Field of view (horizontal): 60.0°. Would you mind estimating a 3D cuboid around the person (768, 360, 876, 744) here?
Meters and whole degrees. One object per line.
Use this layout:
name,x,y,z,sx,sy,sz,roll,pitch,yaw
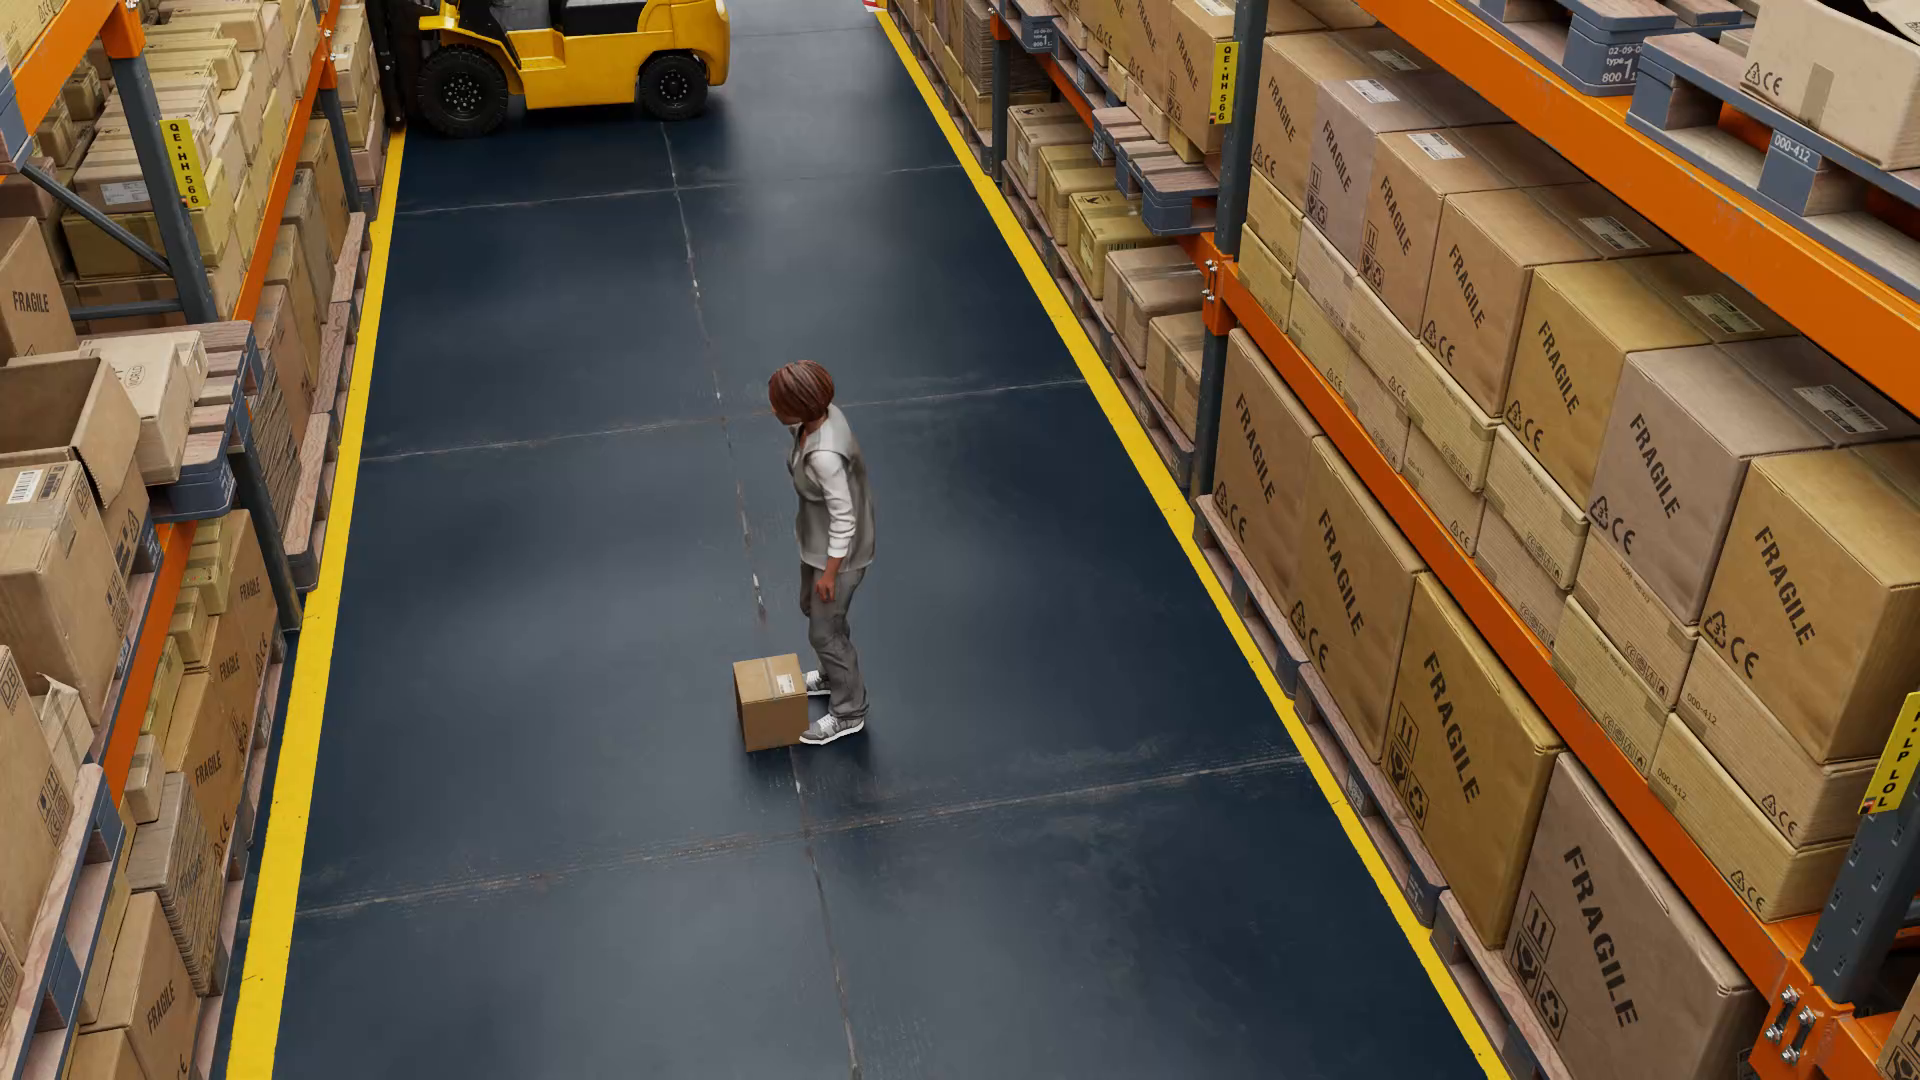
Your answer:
person,-0.490,0.037,6.101,0.344,1.593,0.462,-8,36,-12
